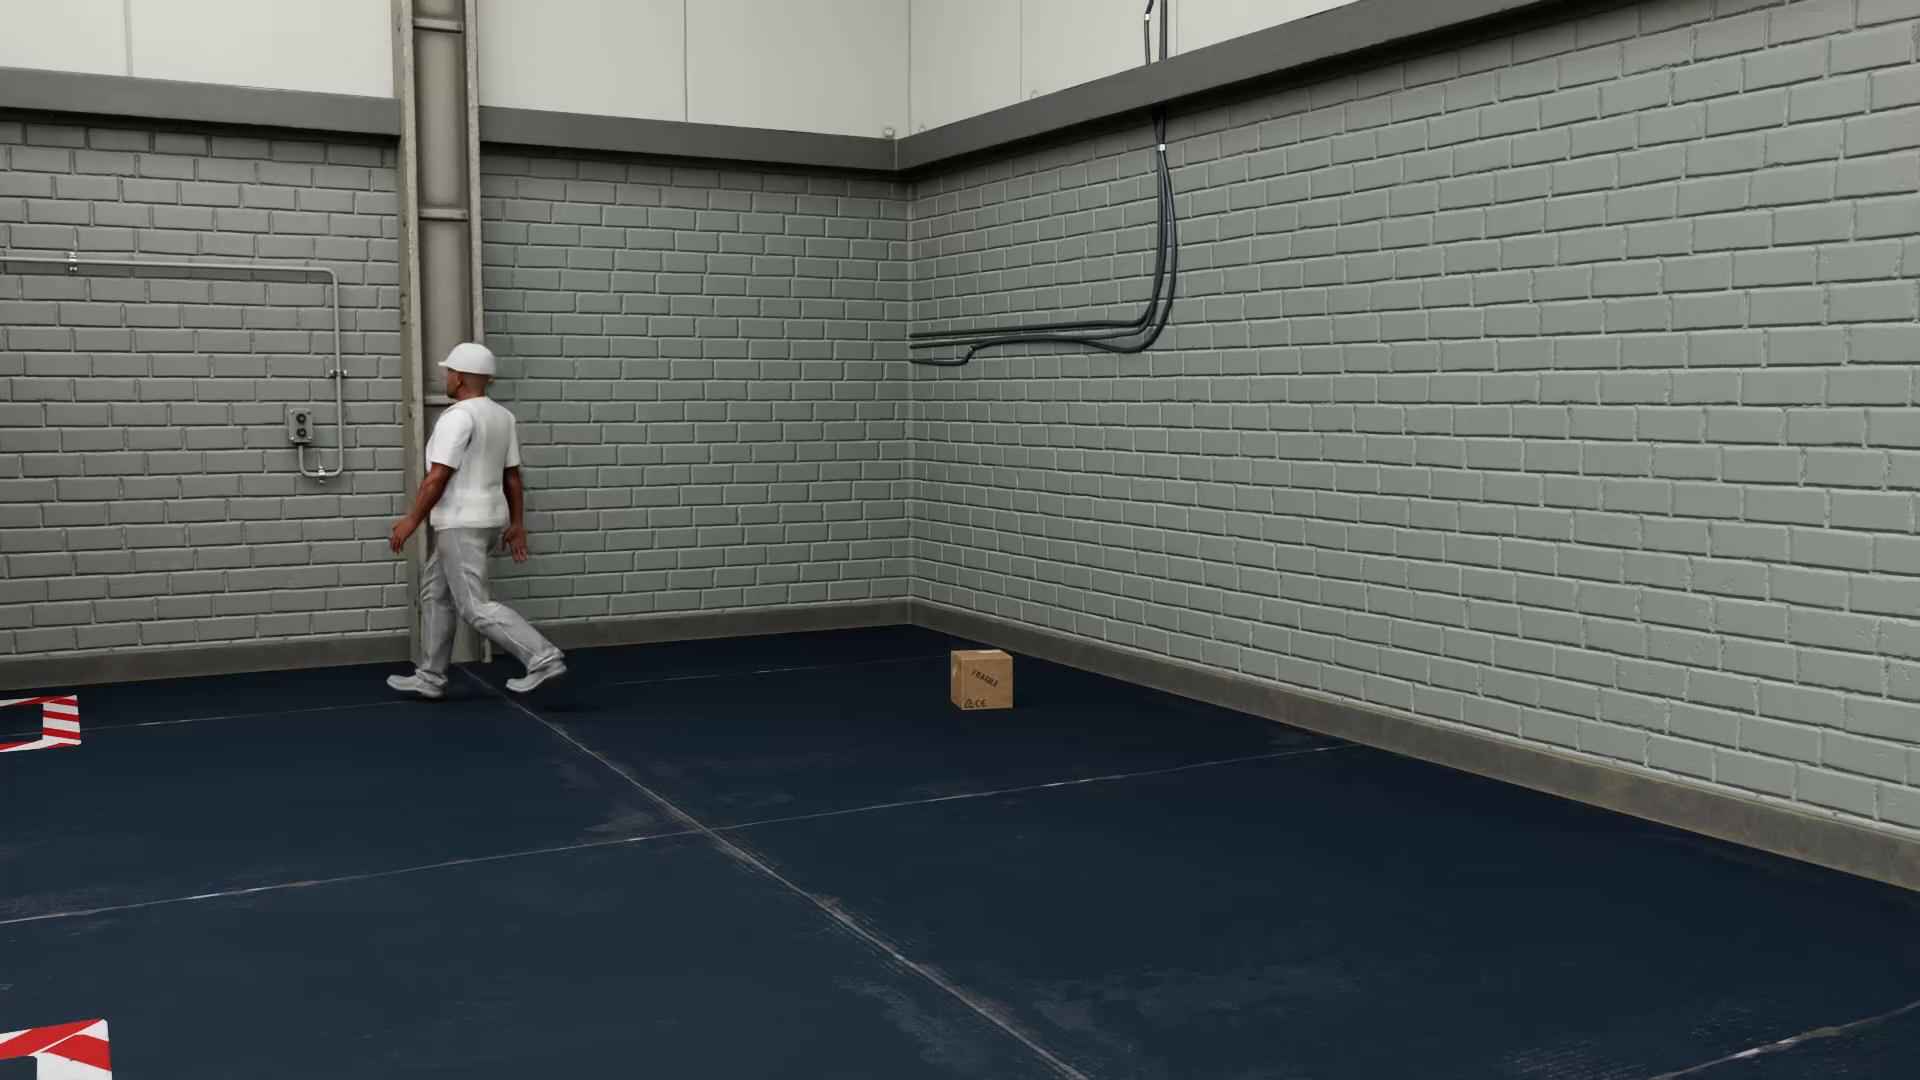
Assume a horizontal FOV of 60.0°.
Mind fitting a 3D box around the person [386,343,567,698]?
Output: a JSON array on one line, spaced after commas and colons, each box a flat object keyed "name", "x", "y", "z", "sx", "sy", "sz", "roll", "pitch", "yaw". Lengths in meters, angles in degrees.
[{"name": "person", "x": -2.350, "y": -0.078, "z": 7.978, "sx": 1.006, "sy": 1.727, "sz": 0.577, "roll": 1, "pitch": 5, "yaw": 8}]
